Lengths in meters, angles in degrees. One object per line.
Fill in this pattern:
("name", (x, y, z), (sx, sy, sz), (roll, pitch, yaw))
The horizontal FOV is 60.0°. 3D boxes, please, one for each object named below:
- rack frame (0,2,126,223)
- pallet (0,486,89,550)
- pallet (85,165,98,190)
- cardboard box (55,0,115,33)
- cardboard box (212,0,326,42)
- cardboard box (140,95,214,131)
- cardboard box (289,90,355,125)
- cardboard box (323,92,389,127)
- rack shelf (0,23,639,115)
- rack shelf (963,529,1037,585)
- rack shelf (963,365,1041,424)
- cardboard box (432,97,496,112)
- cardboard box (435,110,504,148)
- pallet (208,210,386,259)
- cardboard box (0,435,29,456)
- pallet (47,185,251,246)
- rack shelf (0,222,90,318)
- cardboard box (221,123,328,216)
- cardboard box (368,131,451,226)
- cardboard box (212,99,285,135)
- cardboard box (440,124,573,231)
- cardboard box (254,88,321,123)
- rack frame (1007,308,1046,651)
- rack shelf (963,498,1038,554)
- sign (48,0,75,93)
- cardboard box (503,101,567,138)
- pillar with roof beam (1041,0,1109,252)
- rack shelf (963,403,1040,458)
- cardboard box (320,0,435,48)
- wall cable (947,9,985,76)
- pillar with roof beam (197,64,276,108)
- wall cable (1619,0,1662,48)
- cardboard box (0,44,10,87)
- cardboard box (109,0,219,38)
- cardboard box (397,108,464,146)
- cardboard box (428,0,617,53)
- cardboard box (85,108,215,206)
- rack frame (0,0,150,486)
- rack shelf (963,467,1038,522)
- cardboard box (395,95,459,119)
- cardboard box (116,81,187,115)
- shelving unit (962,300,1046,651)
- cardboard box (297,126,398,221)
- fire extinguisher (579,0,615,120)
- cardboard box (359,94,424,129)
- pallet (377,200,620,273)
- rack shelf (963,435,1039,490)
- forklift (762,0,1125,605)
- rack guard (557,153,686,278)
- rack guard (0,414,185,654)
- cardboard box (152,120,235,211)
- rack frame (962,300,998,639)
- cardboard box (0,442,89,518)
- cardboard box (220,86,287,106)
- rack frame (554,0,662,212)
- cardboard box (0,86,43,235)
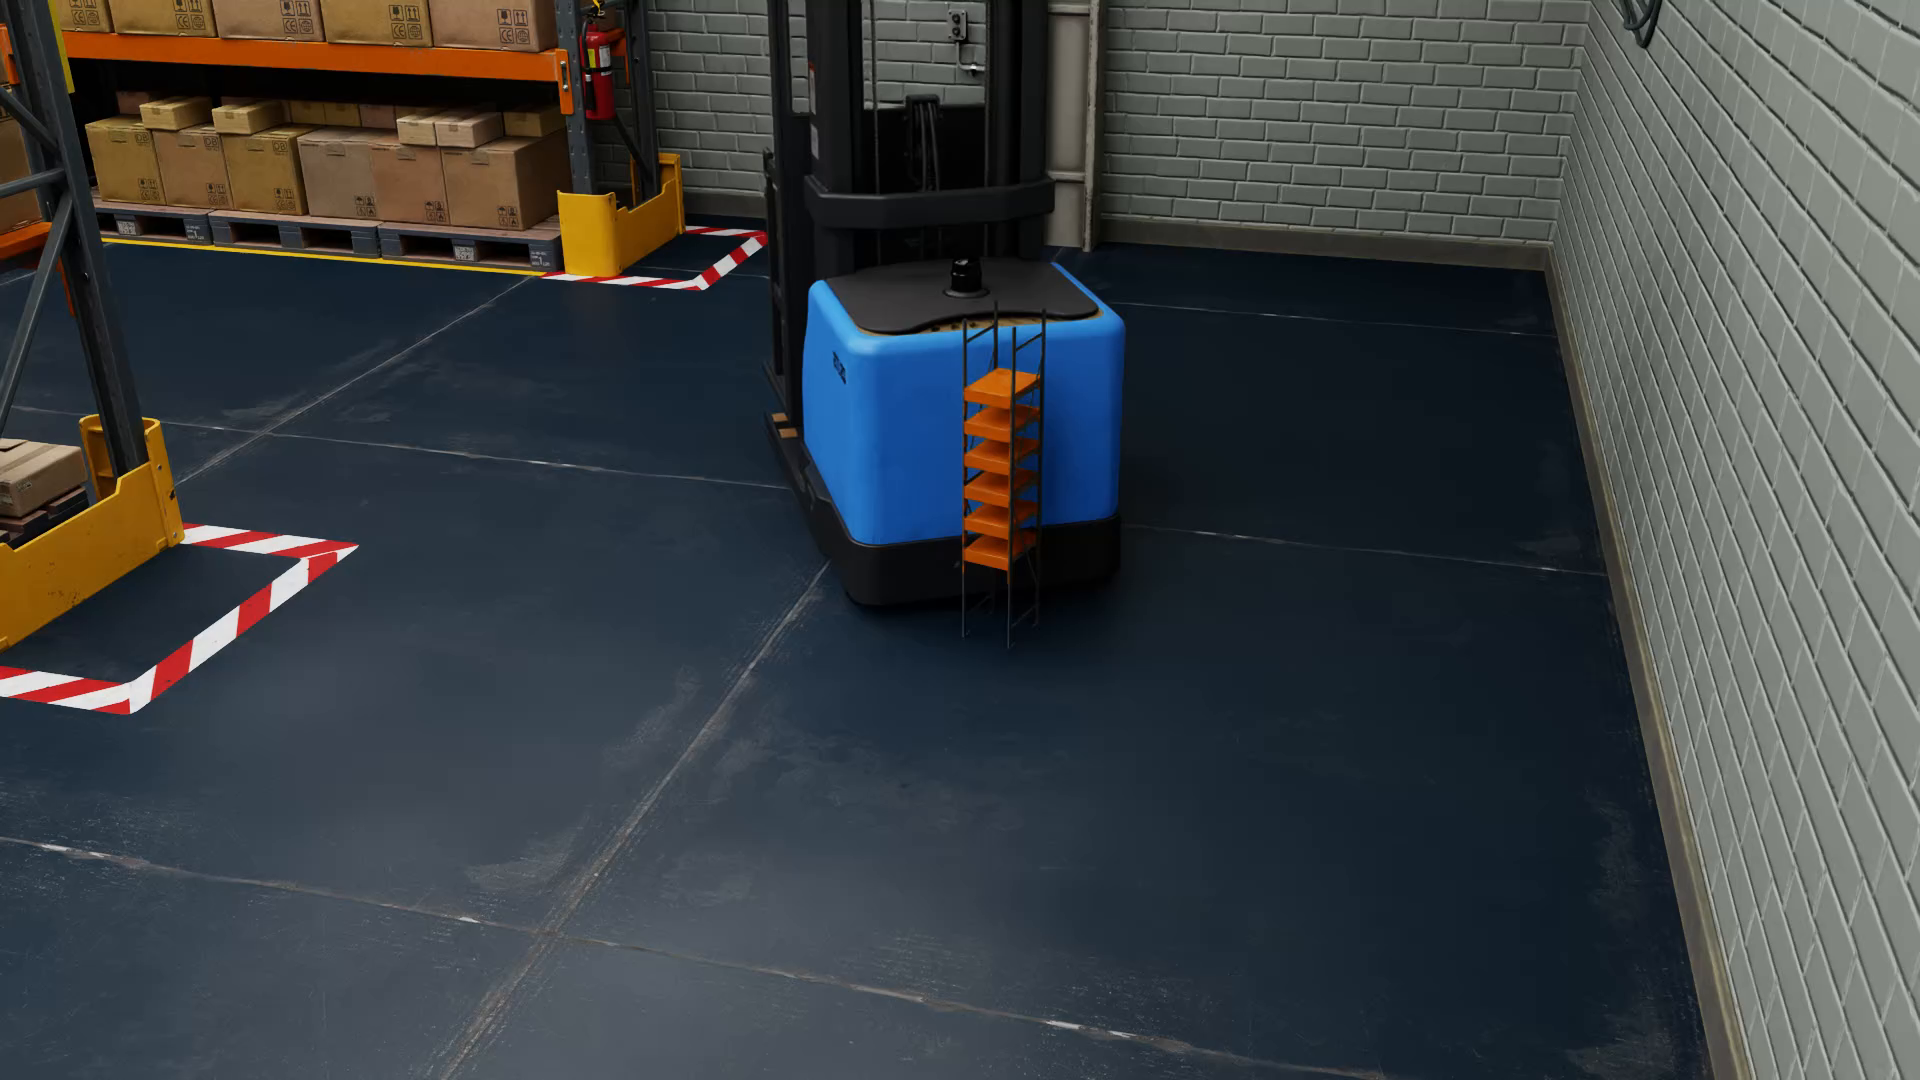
("rack frame", (-6.020, -3.634, 10.894), (0.127, 3.000, 1.000), (6, 26, 13))
("pallet", (-4.222, 0.023, 6.457), (1.213, 0.211, 1.003), (6, 26, 13))
("pallet", (-6.786, -2.426, 11.601), (1.213, 0.211, 1.003), (6, 26, 13))
("cardboard box", (-5.499, -3.705, 10.693), (0.700, 0.700, 0.980), (7, 26, 14))
("cardboard box", (-4.086, -3.551, 10.369), (0.700, 0.700, 0.980), (5, 26, 10))
("cardboard box", (-5.035, -2.753, 10.707), (0.250, 0.149, 0.380), (7, 26, 15))
("cardboard box", (-4.152, -2.825, 10.860), (0.250, 0.149, 0.380), (6, 26, 12))
("cardboard box", (-3.907, -2.798, 10.802), (0.250, 0.149, 0.380), (7, 26, 14))
("rack shelf", (-4.083, -3.095, 10.599), (4.000, 0.370, 1.077), (6, 26, 13))
("rack shelf", (0.150, 0.045, 5.921), (0.180, 0.103, 0.258), (13, 29, 26))
("rack shelf", (0.150, -0.497, 5.663), (0.180, 0.103, 0.258), (13, 29, 26))
("cardboard box", (-3.169, -2.717, 10.632), (0.250, 0.149, 0.380), (6, 26, 13))
("cardboard box", (-3.019, -2.531, 10.242), (0.250, 0.149, 0.380), (6, 26, 12))
("pallet", (-4.118, -2.131, 10.981), (1.213, 0.211, 1.003), (6, 26, 13))
("cardboard box", (-3.939, -0.277, 6.627), (0.250, 0.166, 0.380), (6, 26, 13))
("pallet", (-5.303, -2.261, 11.254), (1.213, 0.211, 1.003), (6, 26, 13))
("rack shelf", (-5.313, -1.033, 6.266), (4.000, 0.370, 1.077), (6, 26, 13))
("cardboard box", (-4.339, -2.461, 10.850), (0.500, 0.500, 0.700), (7, 26, 14))
("cardboard box", (-3.334, -2.354, 10.624), (0.500, 0.500, 0.700), (6, 26, 13))
("cardboard box", (-4.530, -2.697, 10.590), (0.250, 0.149, 0.380), (6, 26, 12))
("cardboard box", (-2.849, -2.300, 10.511), (0.500, 0.500, 0.700), (6, 26, 13))
("cardboard box", (-4.402, -2.853, 10.917), (0.250, 0.149, 0.380), (7, 26, 14))
("rack frame", (0.230, -0.193, 5.759), (0.006, 1.200, 0.240), (13, 29, 26))
("rack shelf", (0.150, -0.063, 5.870), (0.180, 0.103, 0.258), (13, 29, 26))
("sign", (-3.241, -1.760, 5.950), (0.005, 0.325, 0.100), (6, 26, 13))
("cardboard box", (-2.678, -2.663, 10.519), (0.250, 0.149, 0.380), (6, 26, 13))
("pillar with roof beam", (-0.388, -4.193, 5.090), (0.400, 9.000, 9.100), (6, 26, 13))
("rack shelf", (0.150, -0.388, 5.715), (0.180, 0.103, 0.258), (13, 29, 26))
("cardboard box", (-3.350, -3.465, 10.190), (0.700, 0.700, 0.980), (6, 26, 13))
("wall cable", (-0.671, -3.921, 10.315), (1.851, 1.984, 0.084), (6, 26, 13))
("pillar with roof beam", (-6.199, -4.836, 6.439), (0.400, 9.000, 9.100), (6, 26, 13))
("wall cable", (3.242, -3.758, 7.788), (0.112, 2.526, 3.097), (6, 26, 13))
("cardboard box", (-3.741, -1.797, 5.756), (0.500, 0.500, 0.500), (7, 26, 15))
("cardboard box", (-4.793, -3.624, 10.524), (0.700, 0.700, 0.980), (6, 26, 12))
("cardboard box", (-3.267, -2.558, 10.298), (0.250, 0.149, 0.380), (7, 26, 14))
("cardboard box", (-2.643, -3.392, 10.036), (0.700, 0.700, 0.980), (8, 26, 15))
("cardboard box", (-5.322, -2.572, 11.083), (0.500, 0.500, 0.700), (7, 26, 14))
("rack frame", (-3.376, -1.143, 5.662), (0.127, 3.000, 1.000), (6, 26, 13))
("rack shelf", (0.150, -0.172, 5.818), (0.180, 0.103, 0.258), (13, 29, 26))
("cardboard box", (-3.411, -2.744, 10.689), (0.250, 0.149, 0.380), (7, 26, 13))
("cardboard box", (-5.413, -2.964, 11.150), (0.250, 0.149, 0.380), (6, 26, 13))
("shelving unit", (0.150, -0.212, 5.799), (0.189, 1.200, 0.258), (13, 29, 26))
("cardboard box", (-3.821, -2.407, 10.736), (0.500, 0.500, 0.700), (5, 26, 11))
("fire extinguisher", (-2.115, -2.794, 9.654), (0.183, 0.674, 0.296), (6, 26, 13))
("cardboard box", (-3.658, -2.771, 10.745), (0.250, 0.149, 0.380), (7, 26, 14))
("pallet", (-2.940, -2.000, 10.705), (1.213, 0.211, 1.003), (6, 26, 13))
("rack shelf", (0.150, -0.280, 5.766), (0.180, 0.103, 0.258), (13, 29, 26))
("forklift", (-0.268, -1.695, 6.901), (1.130, 2.935, 3.031), (-7, 26, -14))
("rack guard", (-2.123, -2.075, 10.526), (0.348, 0.500, 1.175), (6, 26, 13))
("rack guard", (-3.450, -0.023, 6.216), (0.348, 0.500, 1.175), (6, 26, 13))
("cardboard box", (-4.836, -2.517, 10.967), (0.500, 0.500, 0.700), (6, 26, 12))
("rack frame", (0.070, -0.231, 5.839), (0.006, 1.200, 0.240), (13, 29, 26))
("cardboard box", (-3.696, -0.243, 6.575), (0.250, 0.149, 0.380), (6, 26, 13))
("cardboard box", (-4.646, -2.880, 10.974), (0.250, 0.149, 0.380), (5, 26, 11))
("rack frame", (-2.146, -3.206, 9.994), (0.127, 3.000, 1.000), (6, 26, 13))
("cardboard box", (-3.741, -1.346, 5.971), (0.500, 0.500, 0.500), (7, 26, 14))
